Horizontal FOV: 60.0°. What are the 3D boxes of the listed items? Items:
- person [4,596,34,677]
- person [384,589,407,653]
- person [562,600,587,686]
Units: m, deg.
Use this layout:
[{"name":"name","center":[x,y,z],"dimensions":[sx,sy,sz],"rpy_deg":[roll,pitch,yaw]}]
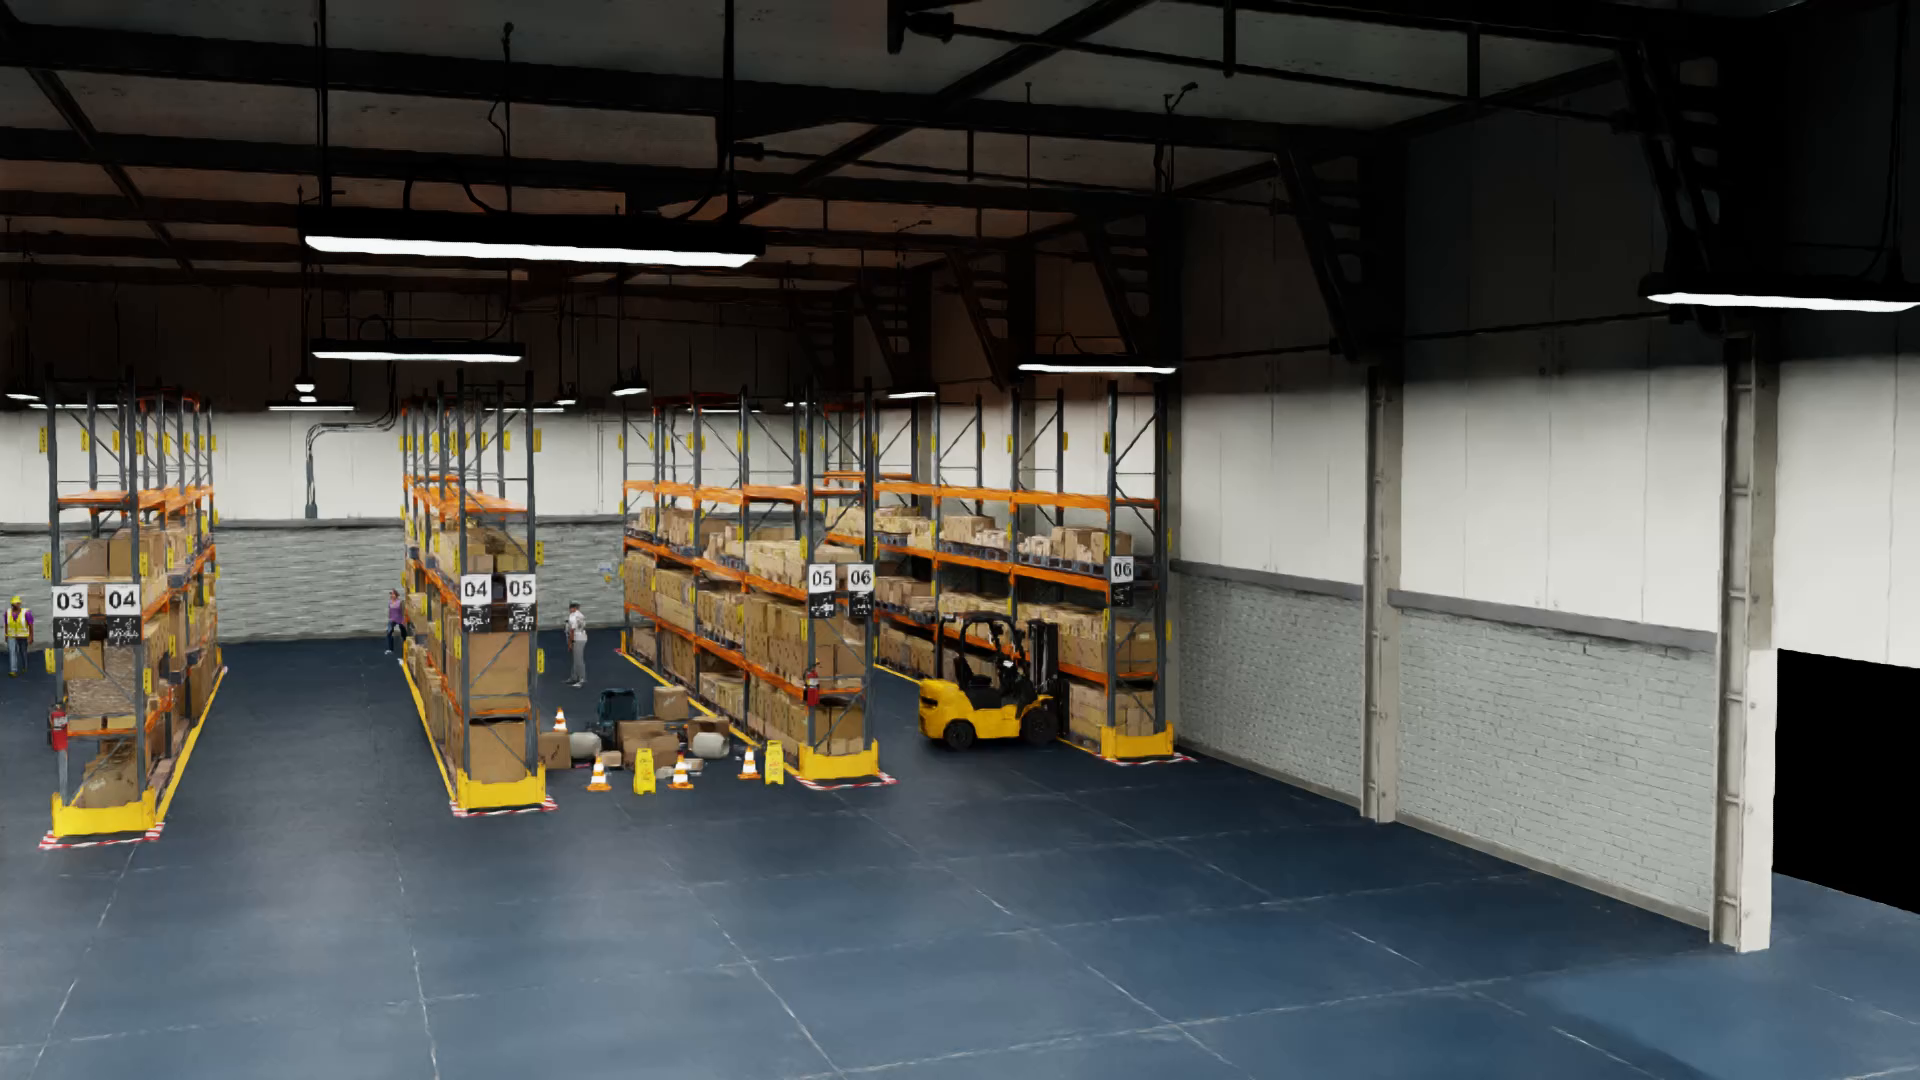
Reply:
[{"name":"person","center":[-20.243,2.056,35.768],"dimensions":[0.589,1.716,1.043],"rpy_deg":[-1,4,-22]},{"name":"person","center":[-13.407,1.901,39.645],"dimensions":[0.454,1.508,0.875],"rpy_deg":[0,3,2]},{"name":"person","center":[-7.950,2.111,34.271],"dimensions":[0.597,1.746,0.668],"rpy_deg":[0,3,4]}]
